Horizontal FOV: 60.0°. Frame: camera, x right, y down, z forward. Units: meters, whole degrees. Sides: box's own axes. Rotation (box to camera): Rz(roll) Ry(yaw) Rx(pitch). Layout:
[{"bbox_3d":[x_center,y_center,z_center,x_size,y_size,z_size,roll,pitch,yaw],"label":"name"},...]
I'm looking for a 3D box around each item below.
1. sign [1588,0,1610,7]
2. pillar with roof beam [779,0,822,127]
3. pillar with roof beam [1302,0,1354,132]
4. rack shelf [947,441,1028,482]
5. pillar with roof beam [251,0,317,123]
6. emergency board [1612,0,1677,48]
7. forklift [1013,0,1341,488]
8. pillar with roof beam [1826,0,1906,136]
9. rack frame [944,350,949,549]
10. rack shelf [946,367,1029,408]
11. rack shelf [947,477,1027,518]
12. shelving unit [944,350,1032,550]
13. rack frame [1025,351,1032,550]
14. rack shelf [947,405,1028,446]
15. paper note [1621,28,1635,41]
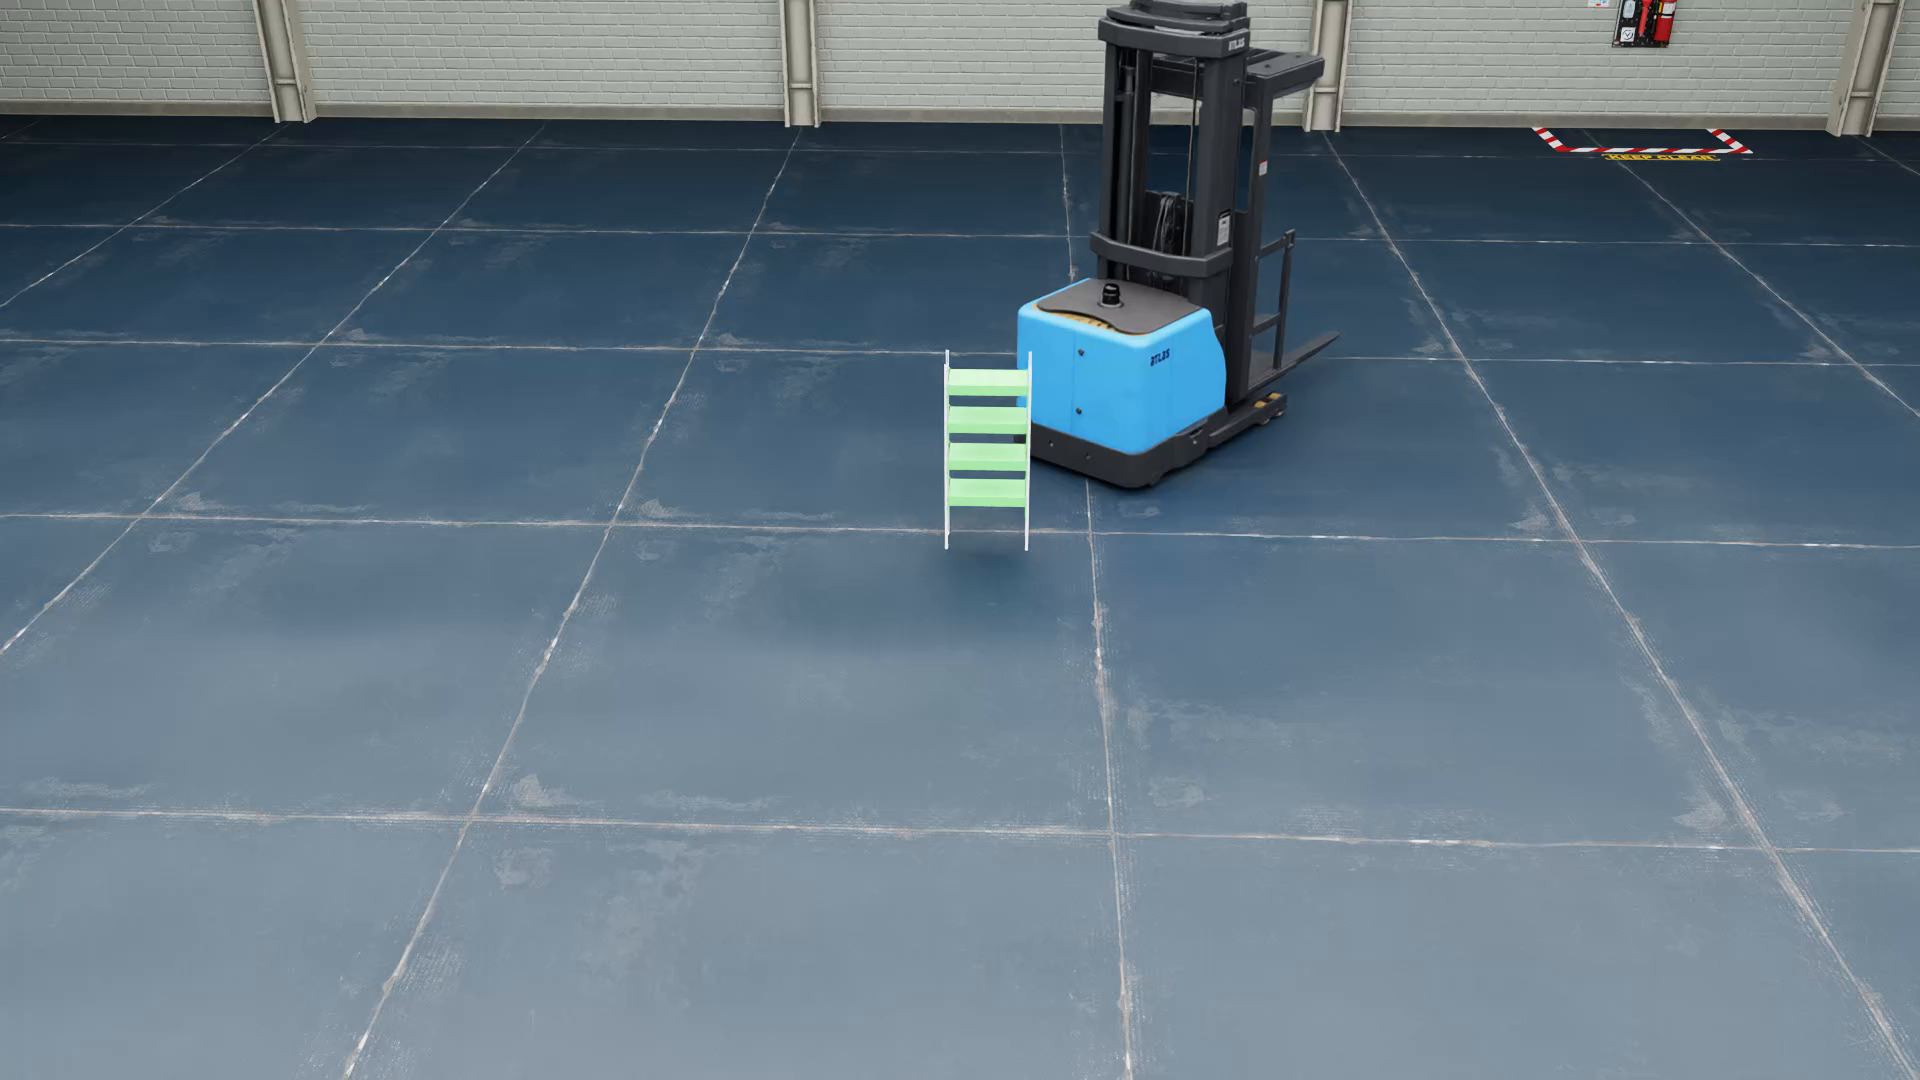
[{"bbox_3d":[7.148,-6.120,18.555,0.234,0.329,0.001,1,28,2],"label":"sign"},{"bbox_3d":[-1.980,-6.822,13.512,0.400,9.000,9.100,1,28,2],"label":"pillar with roof beam"},{"bbox_3d":[4.017,-6.723,13.325,0.400,9.000,9.100,1,28,2],"label":"pillar with roof beam"},{"bbox_3d":[0.165,-0.471,9.994,0.480,0.148,0.258,1,28,2],"label":"rack shelf"},{"bbox_3d":[-7.976,-6.921,13.699,0.400,9.000,9.100,1,28,2],"label":"pillar with roof beam"},{"bbox_3d":[7.697,-6.047,18.455,0.643,1.169,0.194,1,28,2],"label":"emergency board"},{"bbox_3d":[1.696,-2.247,11.359,1.130,2.935,3.031,22,35,35],"label":"forklift"},{"bbox_3d":[10.013,-6.624,13.138,0.400,9.000,9.100,1,28,2],"label":"pillar with roof beam"},{"bbox_3d":[-0.078,-0.531,9.971,0.015,1.200,0.240,1,28,2],"label":"rack frame"},{"bbox_3d":[0.165,-0.895,9.769,0.480,0.148,0.258,1,28,2],"label":"rack shelf"},{"bbox_3d":[0.165,-0.259,10.106,0.480,0.148,0.258,1,28,2],"label":"rack shelf"},{"bbox_3d":[0.165,-0.527,9.964,0.503,1.200,0.258,1,28,2],"label":"shelving unit"},{"bbox_3d":[0.409,-0.523,9.956,0.015,1.200,0.240,1,28,2],"label":"rack frame"},{"bbox_3d":[0.165,-0.683,9.881,0.480,0.148,0.258,1,28,2],"label":"rack shelf"},{"bbox_3d":[7.522,-5.693,18.727,0.142,0.148,0.016,1,28,2],"label":"paper note"}]
